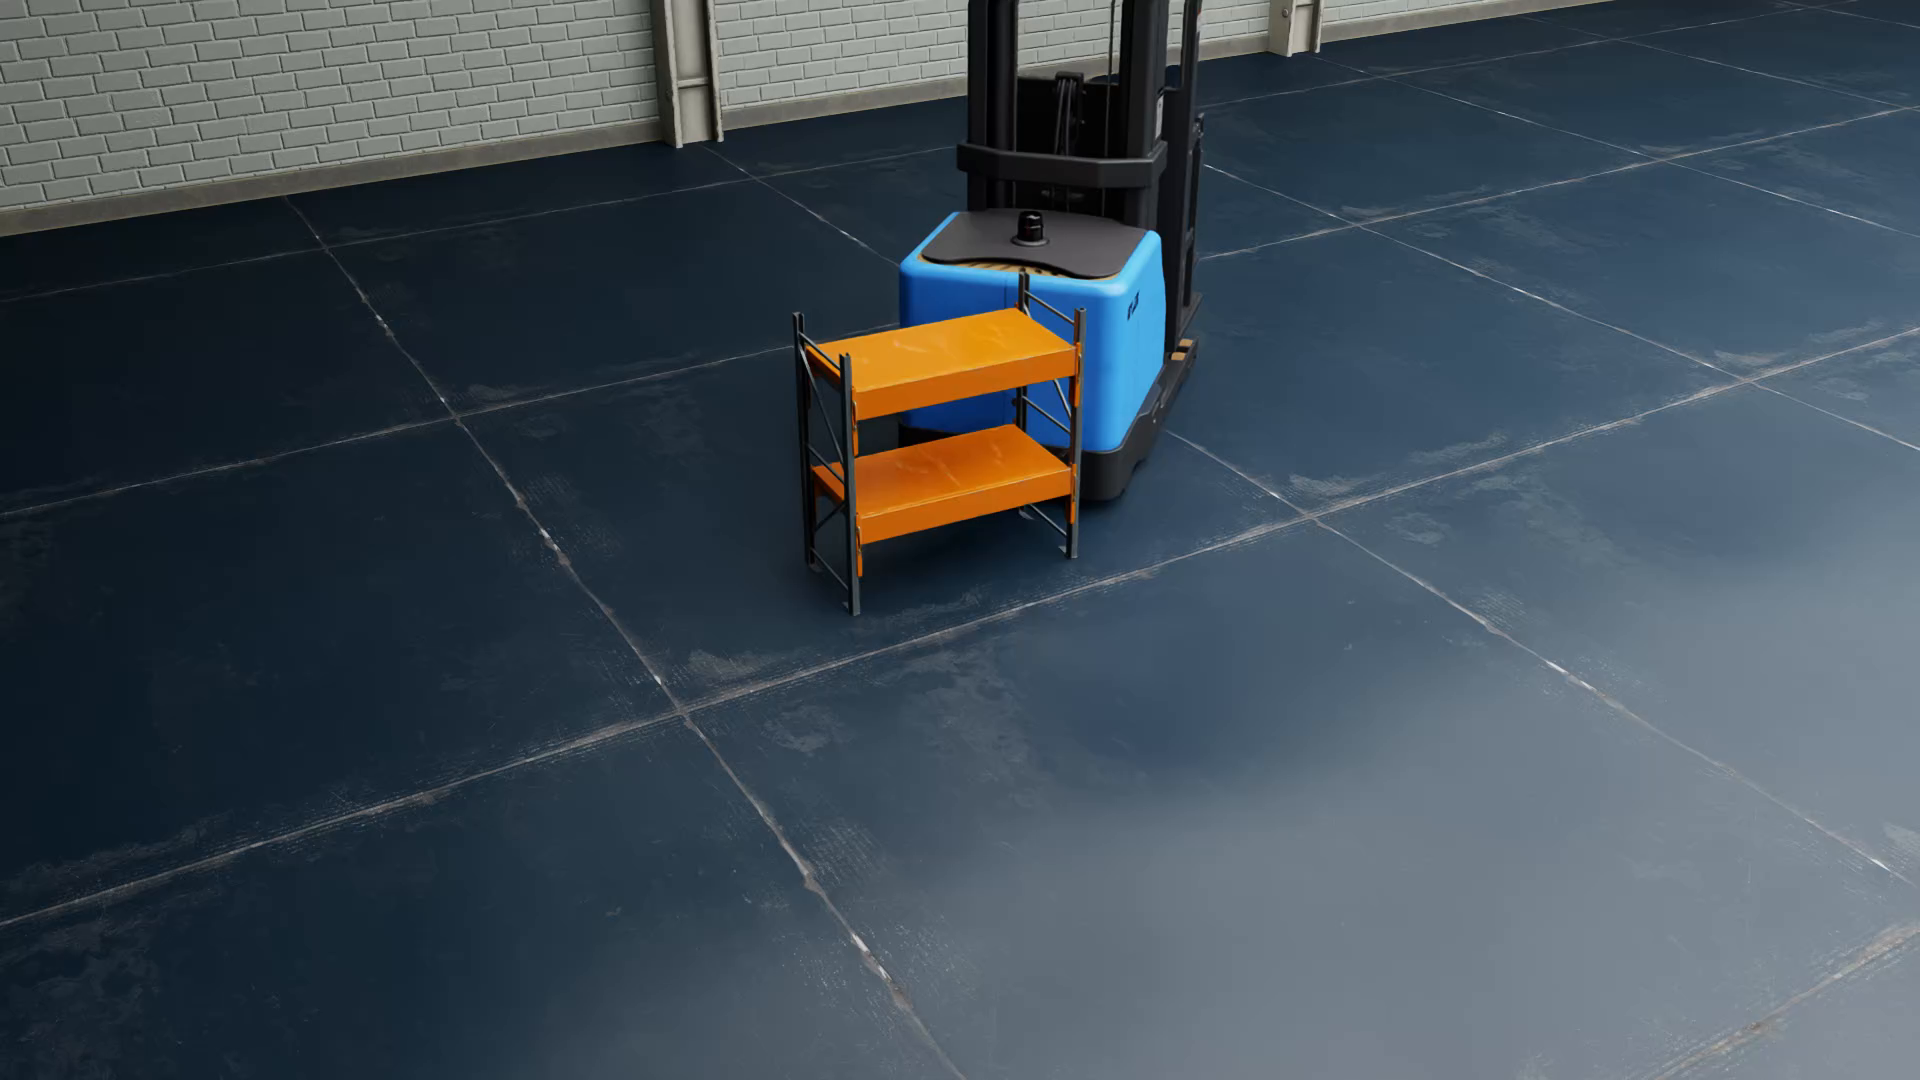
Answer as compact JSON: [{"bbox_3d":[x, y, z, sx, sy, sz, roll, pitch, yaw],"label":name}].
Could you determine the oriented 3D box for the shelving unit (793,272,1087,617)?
[{"bbox_3d":[-0.079,-0.407,6.823,1.048,1.125,0.538,-14,32,-24],"label":"shelving unit"}]

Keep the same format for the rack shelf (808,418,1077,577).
[{"bbox_3d":[-0.079,-0.193,6.941,1.000,0.278,0.538,-14,32,-24],"label":"rack shelf"}]

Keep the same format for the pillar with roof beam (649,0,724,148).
[{"bbox_3d":[0.113,-5.241,7.434,0.400,9.000,9.100,-16,33,-26],"label":"pillar with roof beam"}]

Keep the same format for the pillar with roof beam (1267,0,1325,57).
[{"bbox_3d":[5.286,-6.710,10.095,0.400,9.000,9.100,-16,33,-26],"label":"pillar with roof beam"}]

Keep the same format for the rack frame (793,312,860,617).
[{"bbox_3d":[-0.531,-0.294,6.619,0.032,1.125,0.500,-14,32,-24],"label":"rack frame"}]

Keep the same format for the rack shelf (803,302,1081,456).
[{"bbox_3d":[-0.079,-0.663,6.682,1.000,0.278,0.538,-14,32,-24],"label":"rack shelf"}]

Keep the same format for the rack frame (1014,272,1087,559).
[{"bbox_3d":[0.373,-0.520,7.027,0.032,1.125,0.500,-14,32,-24],"label":"rack frame"}]

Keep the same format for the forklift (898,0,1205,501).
[{"bbox_3d":[0.644,-2.154,8.120,1.130,2.935,3.031,9,30,15],"label":"forklift"}]
